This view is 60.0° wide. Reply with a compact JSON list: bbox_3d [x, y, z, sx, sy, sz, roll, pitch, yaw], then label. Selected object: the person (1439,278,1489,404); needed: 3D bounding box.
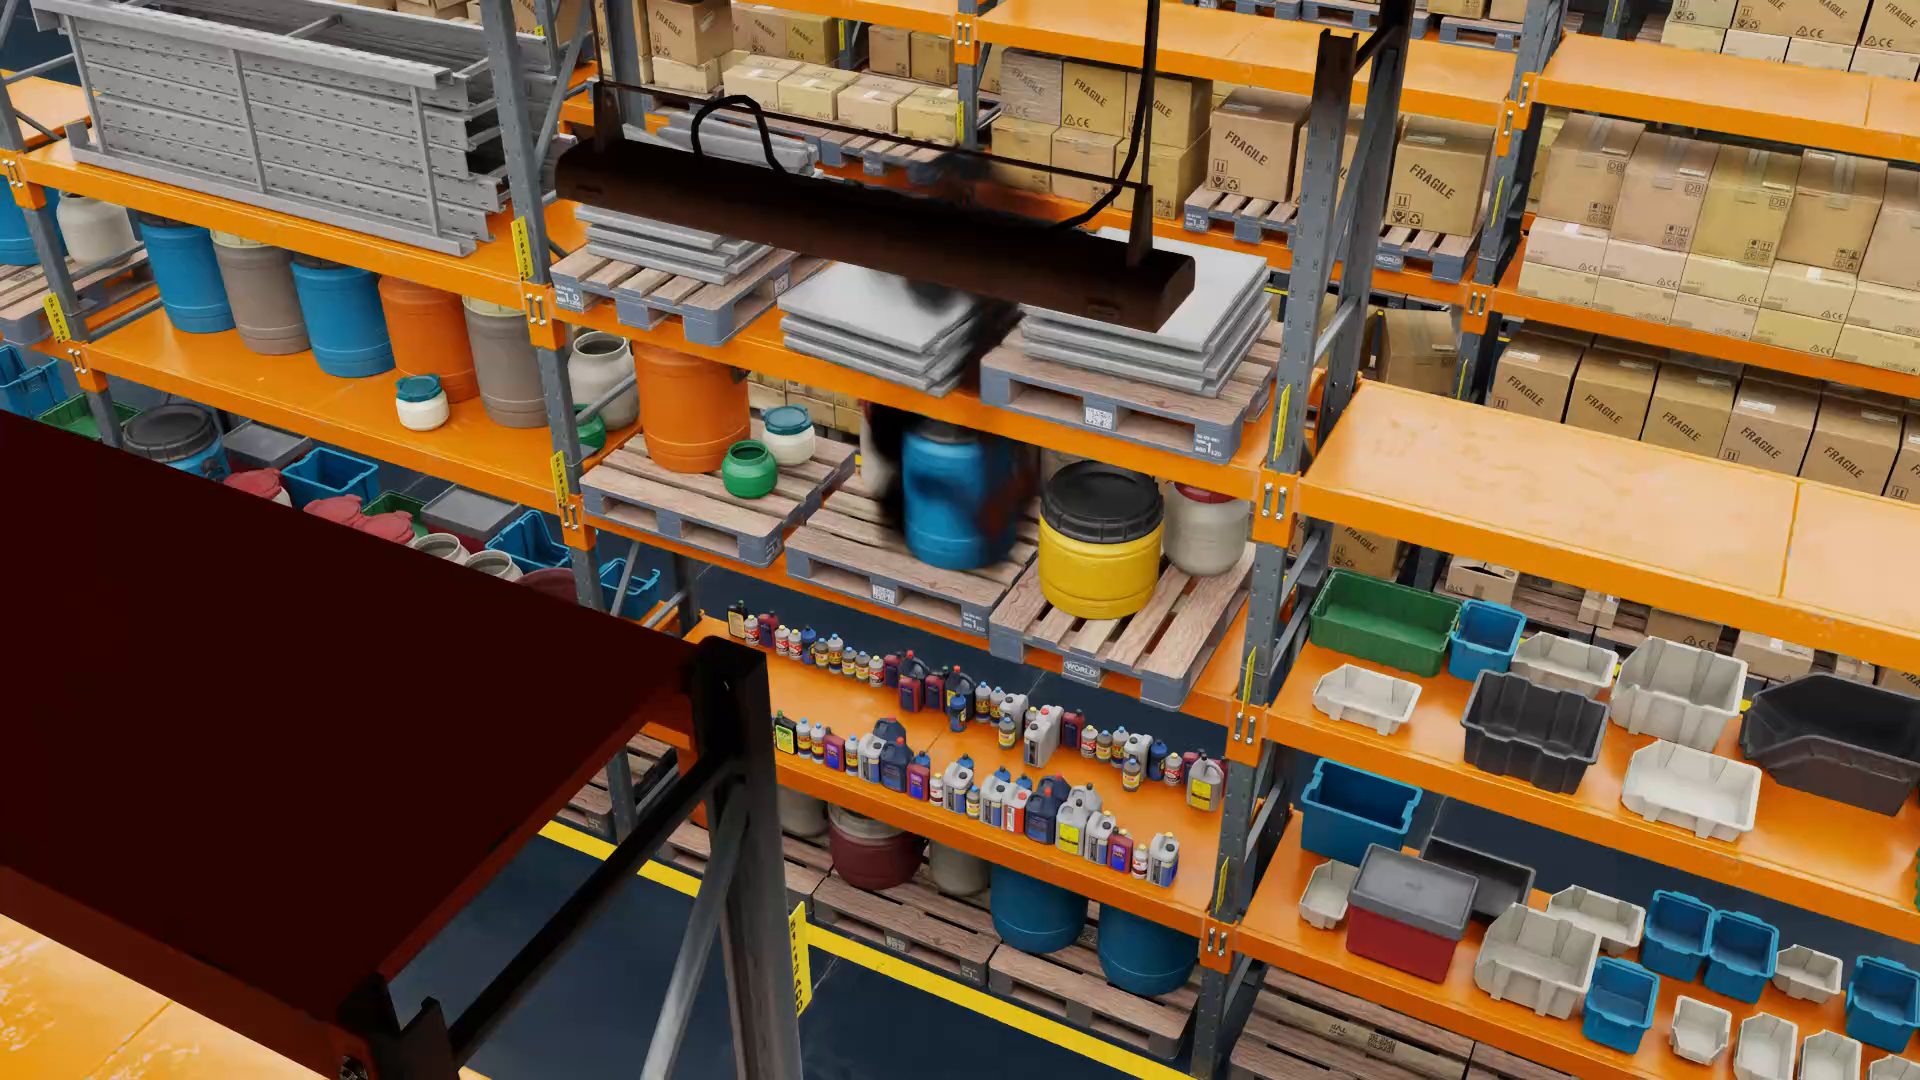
[{"bbox_3d":[4.604,-2.044,15.252,0.764,1.790,0.694,8,36,11],"label":"person"}]
